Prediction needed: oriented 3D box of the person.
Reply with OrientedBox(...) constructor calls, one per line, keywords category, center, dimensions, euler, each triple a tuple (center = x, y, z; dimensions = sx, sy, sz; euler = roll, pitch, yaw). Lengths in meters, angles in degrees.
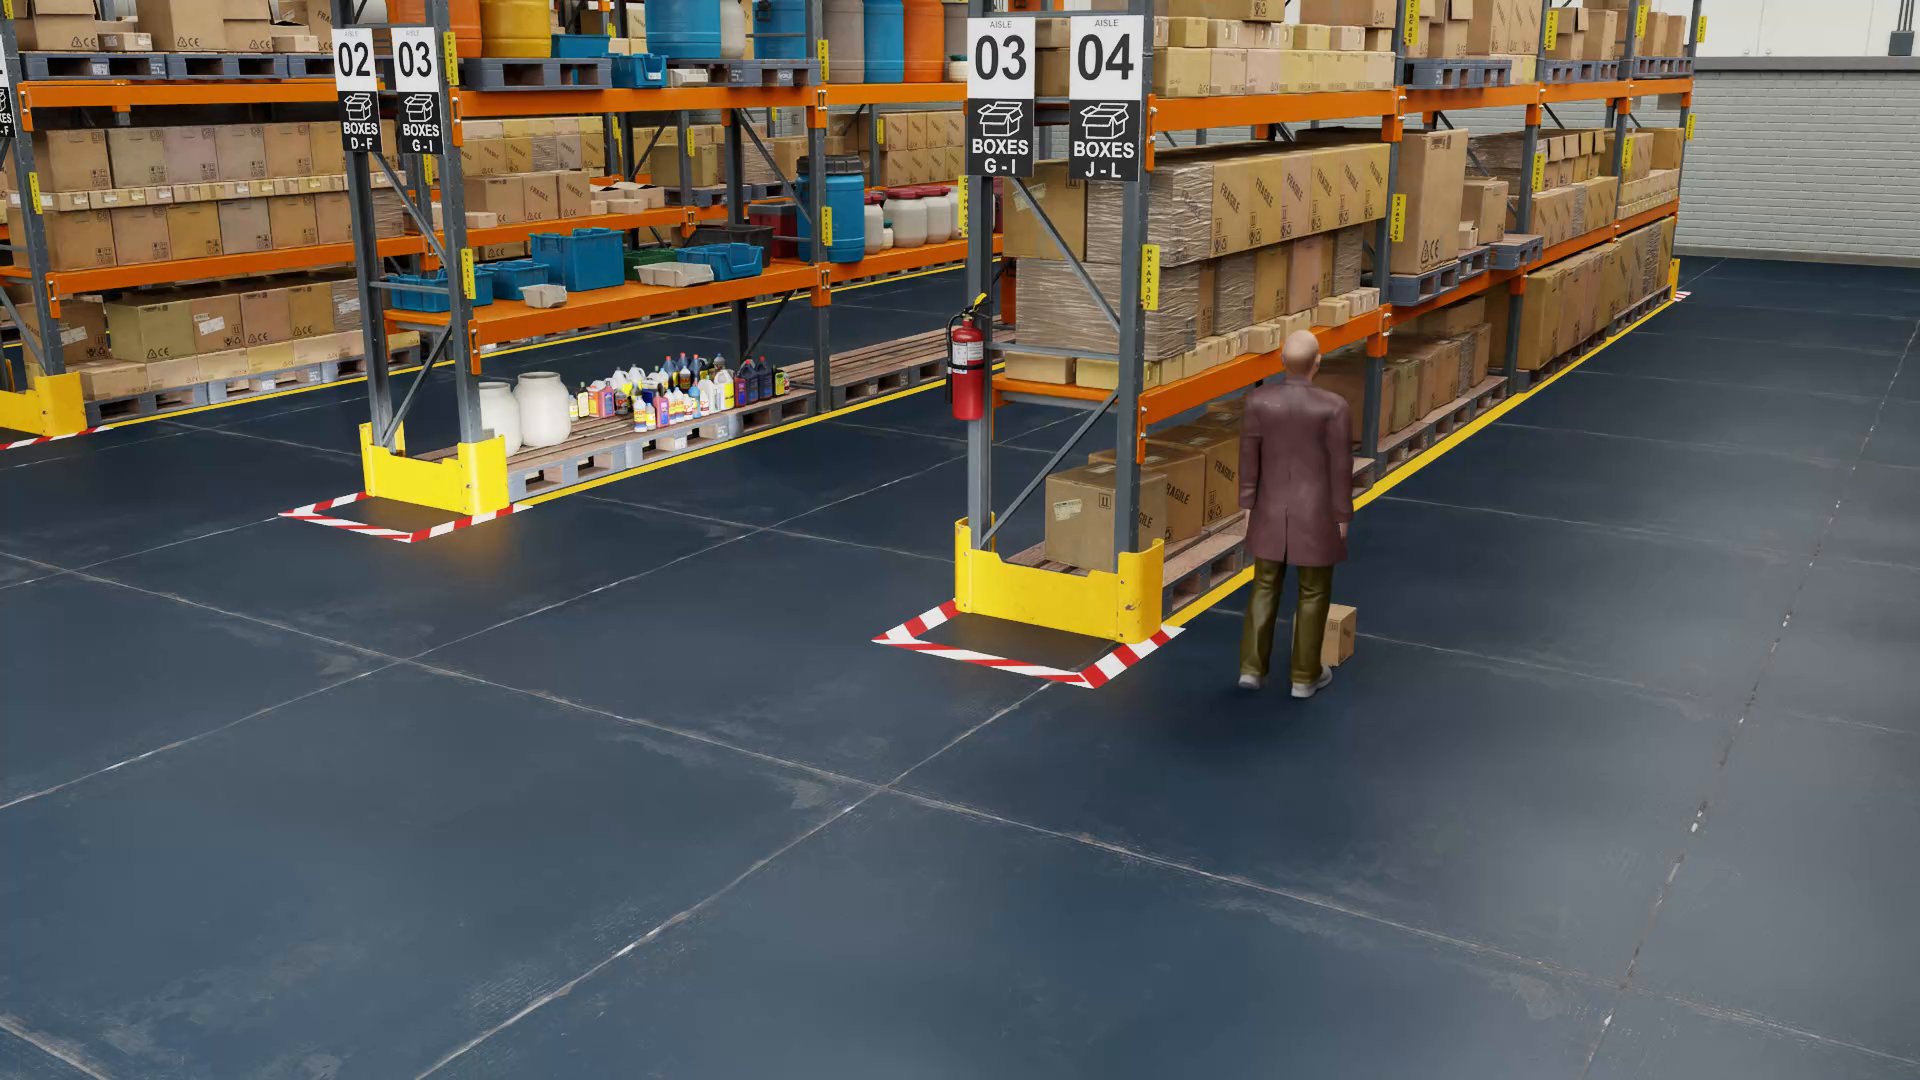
OrientedBox(category="person", center=(1.613, -0.087, 8.015), dimensions=(0.574, 1.862, 0.479), euler=(10, 19, 31))
